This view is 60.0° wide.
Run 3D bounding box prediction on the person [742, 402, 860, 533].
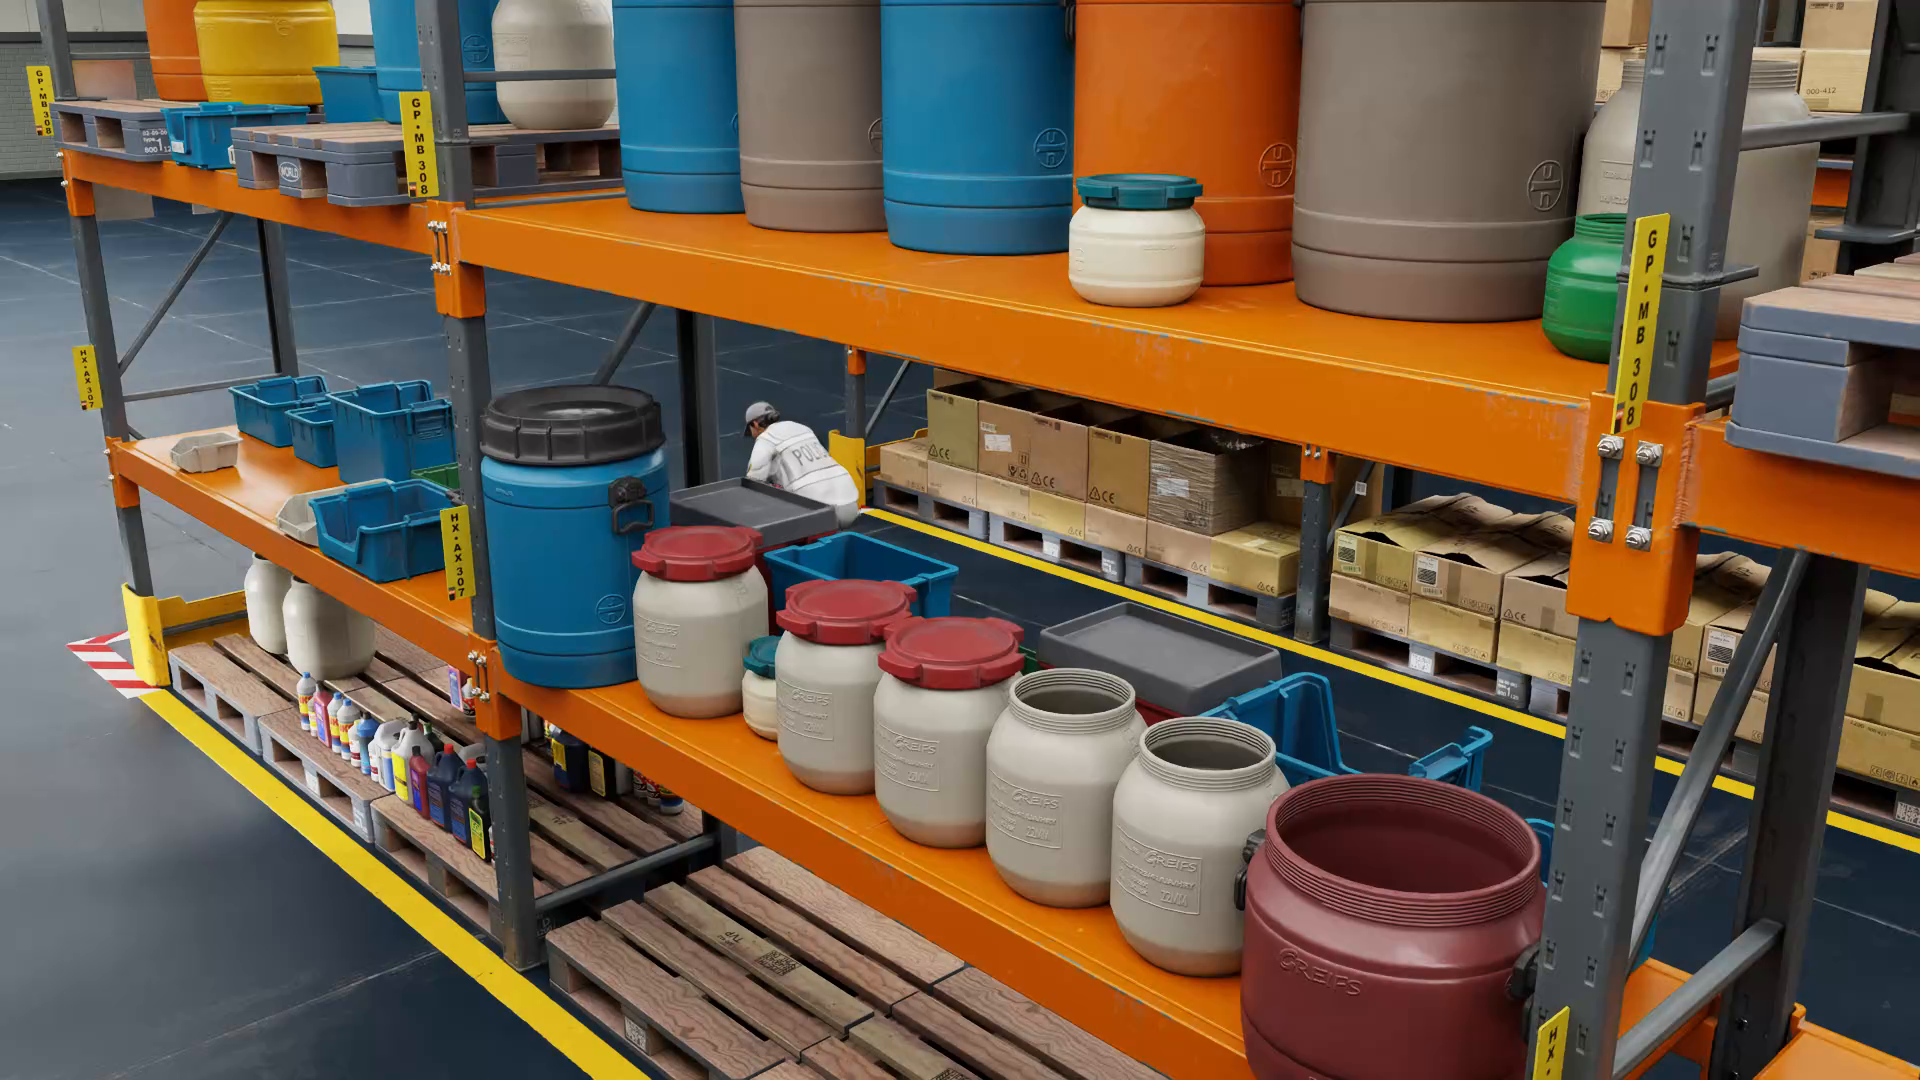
[{"bbox_3d":[-0.988,-0.191,9.929,0.535,1.207,0.806,-16,24,-42],"label":"person"}]
